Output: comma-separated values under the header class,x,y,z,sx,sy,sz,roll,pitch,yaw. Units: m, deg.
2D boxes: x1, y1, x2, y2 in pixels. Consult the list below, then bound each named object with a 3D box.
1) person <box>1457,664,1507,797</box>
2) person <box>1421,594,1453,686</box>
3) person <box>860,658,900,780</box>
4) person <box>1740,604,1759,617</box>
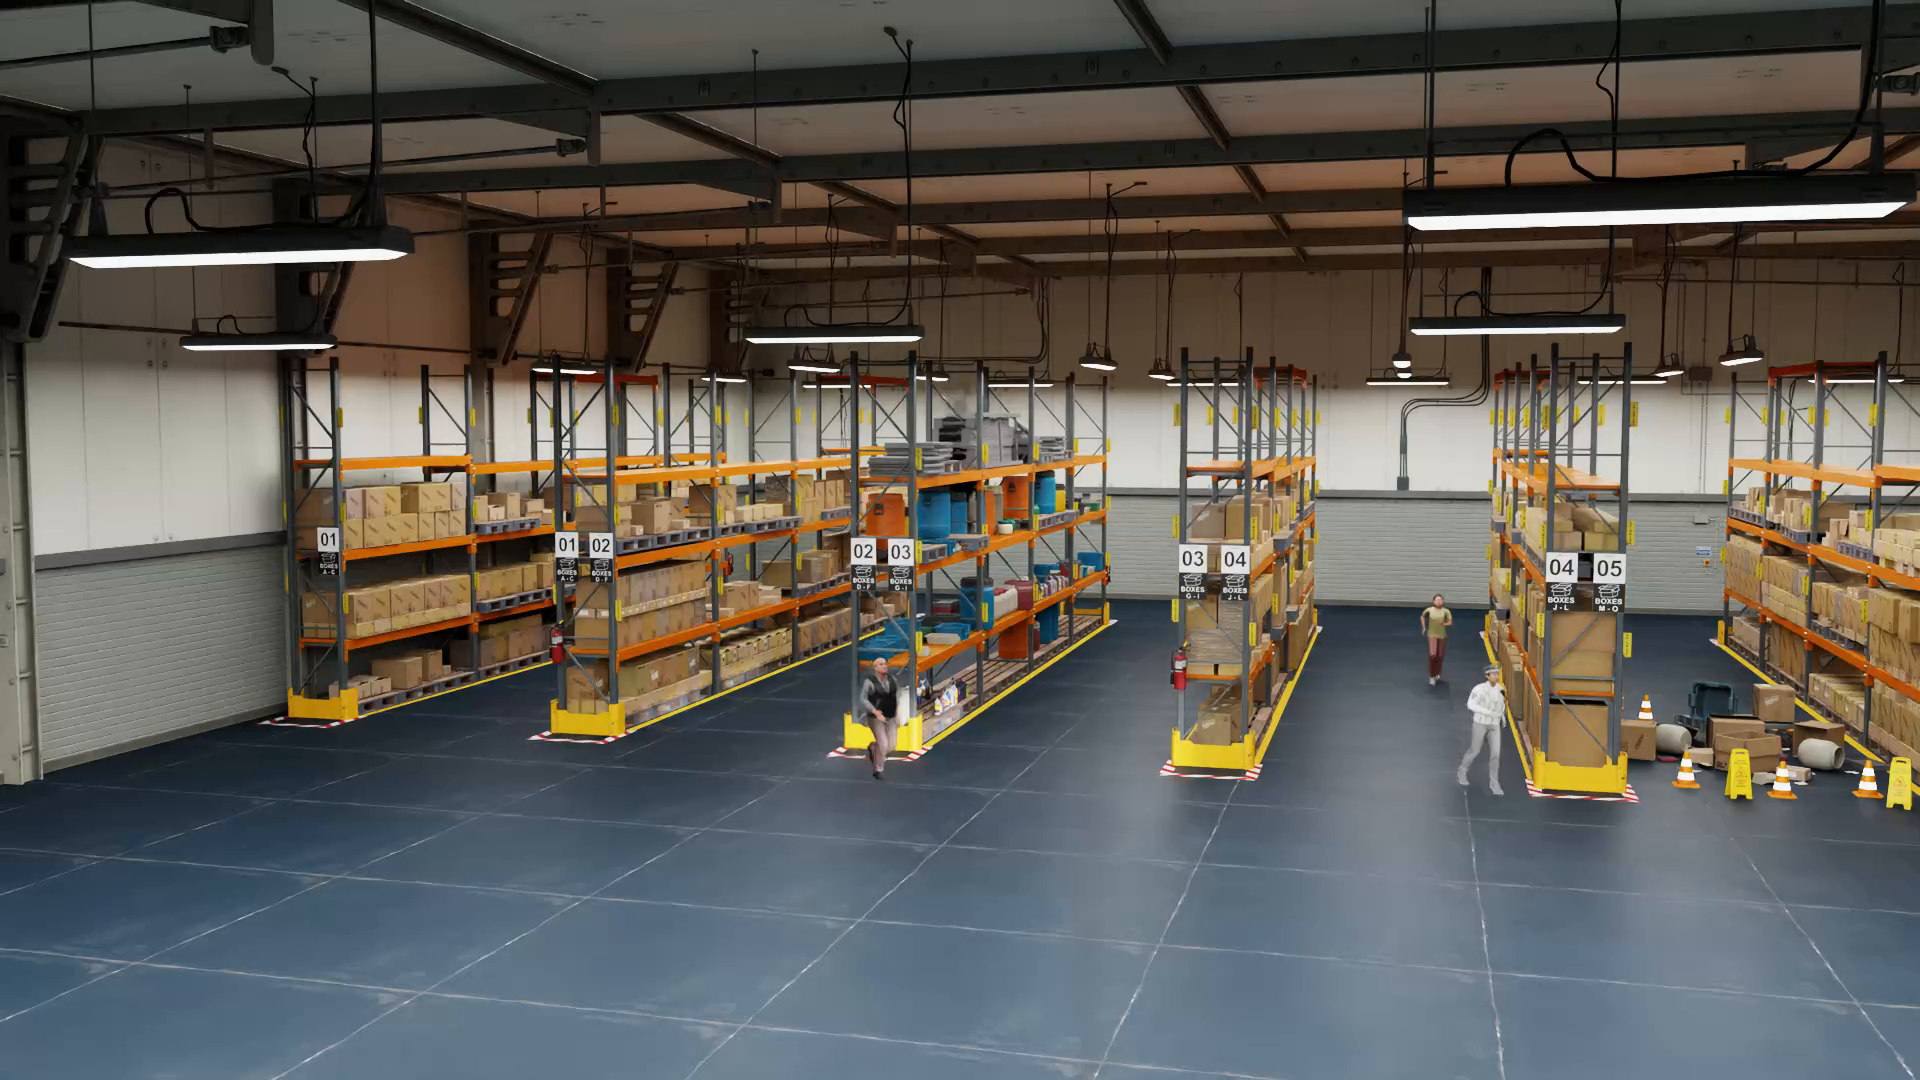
class,x,y,z,sx,sy,sz,roll,pitch,yaw
person,7.109,2.513,22.353,0.642,1.727,0.803,-1,4,-13
person,8.987,1.869,31.333,0.543,1.720,0.723,1,4,7
person,-1.108,2.474,23.149,0.678,1.701,0.659,-3,5,-35
person,18.016,1.331,37.902,0.732,1.757,0.891,-2,5,-28
